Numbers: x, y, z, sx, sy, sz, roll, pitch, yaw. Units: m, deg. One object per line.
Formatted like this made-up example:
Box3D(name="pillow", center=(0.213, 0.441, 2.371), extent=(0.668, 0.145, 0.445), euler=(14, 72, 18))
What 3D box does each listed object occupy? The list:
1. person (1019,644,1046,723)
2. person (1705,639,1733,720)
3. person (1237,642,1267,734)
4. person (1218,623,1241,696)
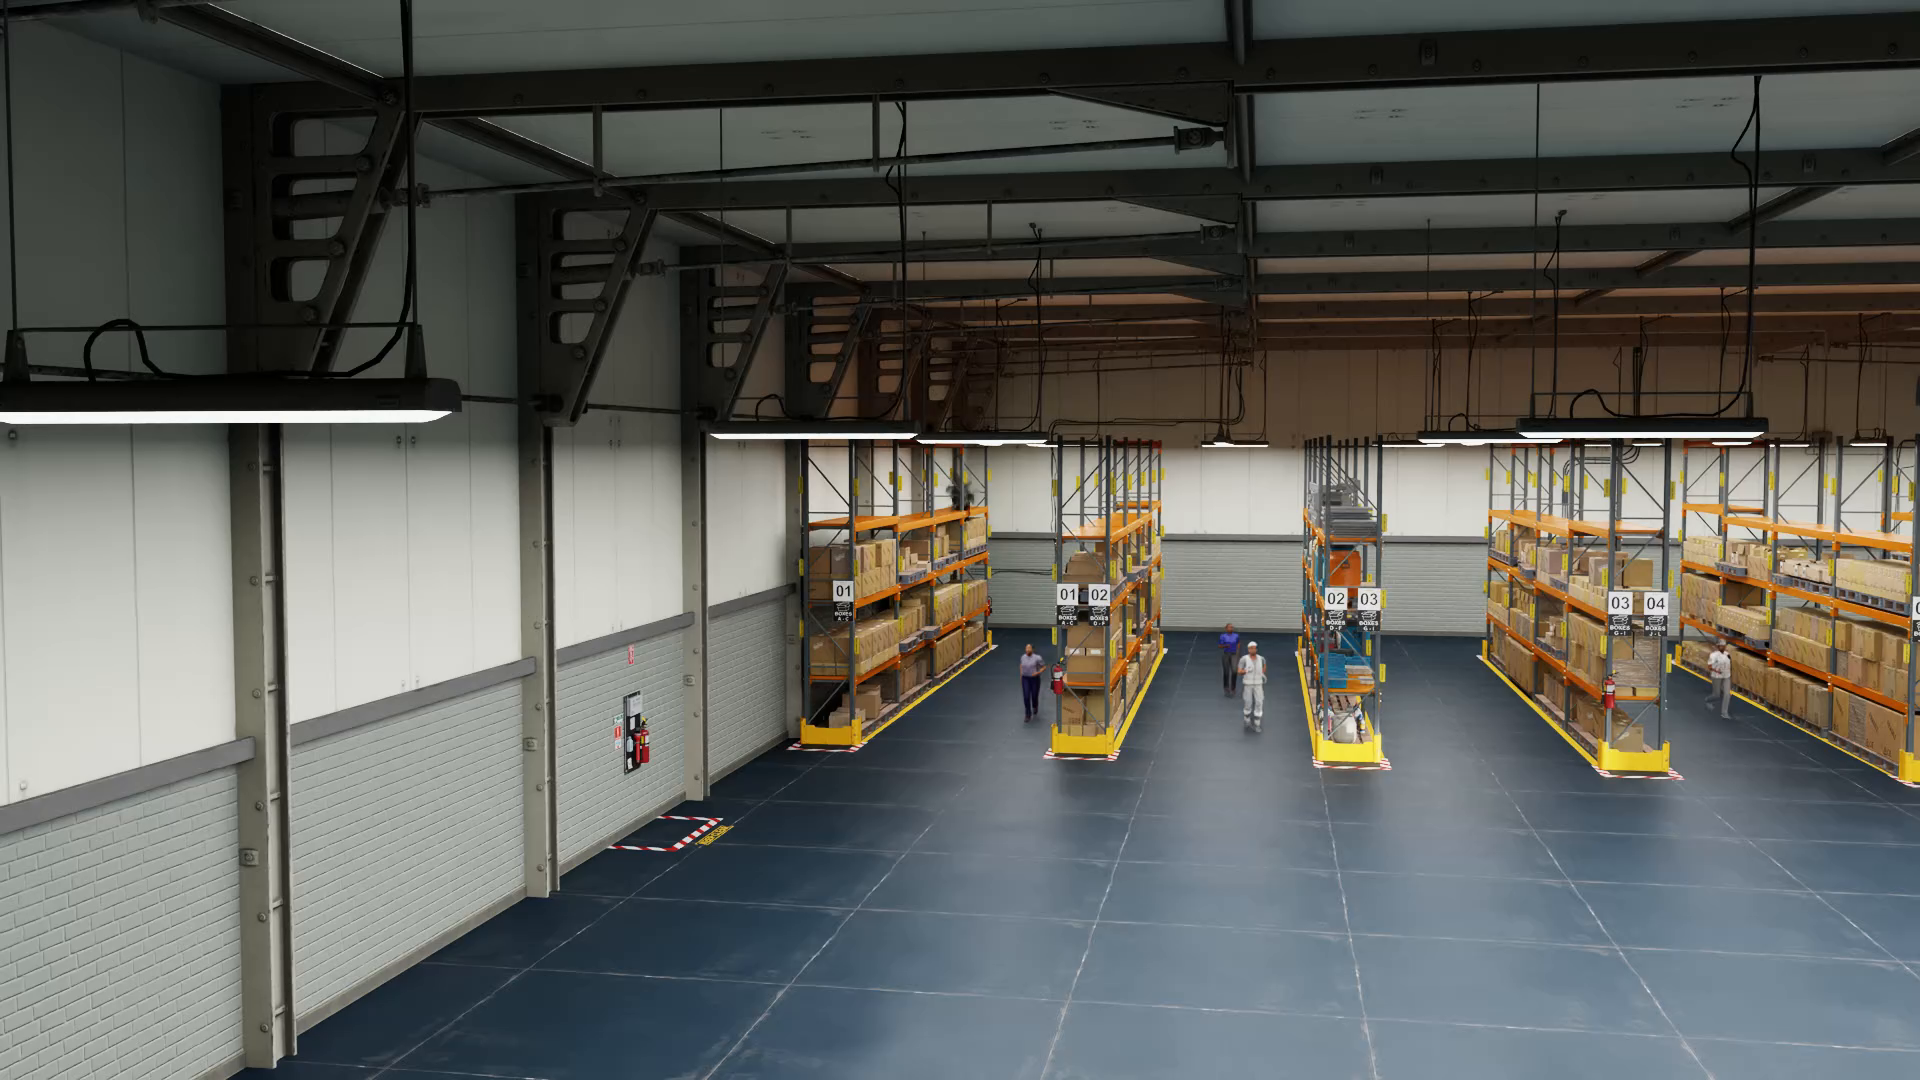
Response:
Box3D(name="person", center=(1.518, 3.014, 35.256), extent=(0.601, 1.648, 0.776), euler=(1, 3, 15))
Box3D(name="person", center=(16.295, 2.957, 35.637), extent=(0.579, 1.692, 0.851), euler=(0, 3, -3))
Box3D(name="person", center=(5.956, 2.982, 33.850), extent=(0.632, 1.832, 0.765), euler=(0, 3, 0))
Box3D(name="person", center=(6.317, 2.795, 38.921), extent=(0.556, 1.714, 0.714), euler=(0, 3, 2))
